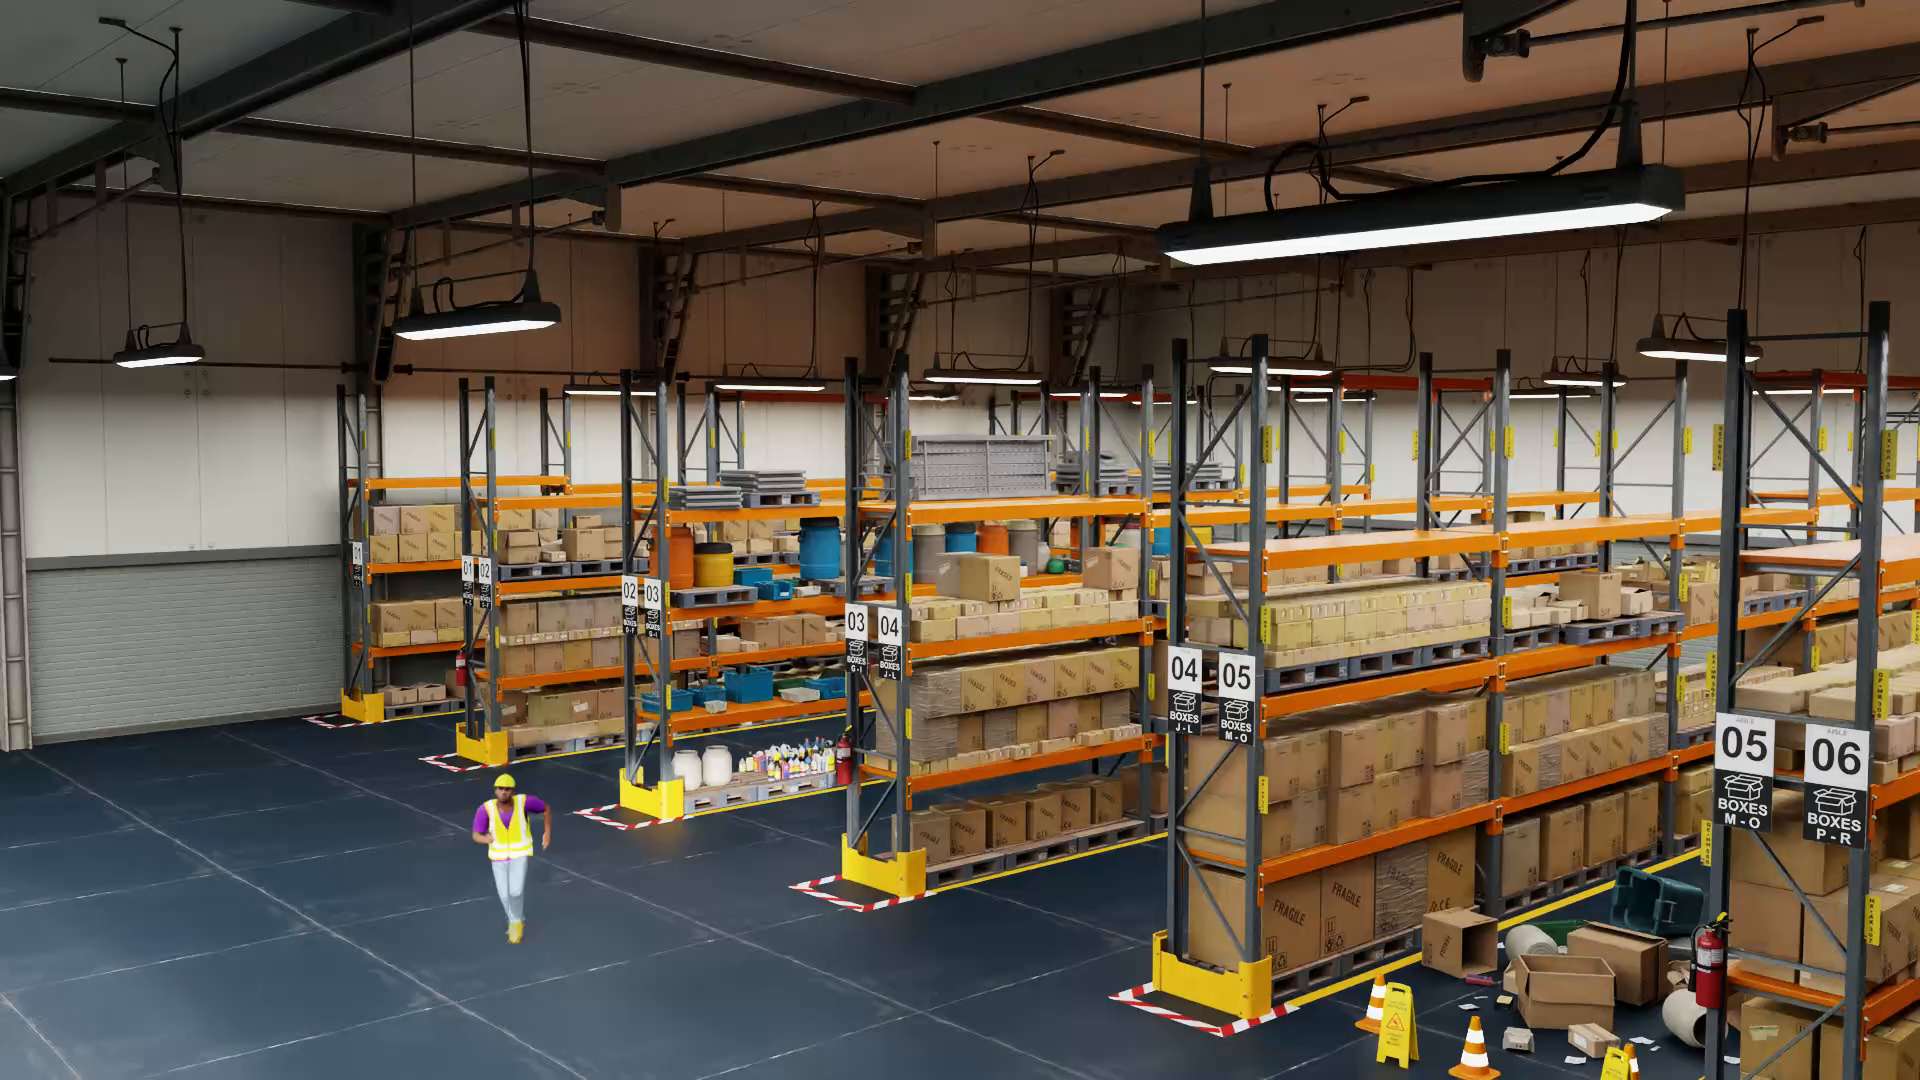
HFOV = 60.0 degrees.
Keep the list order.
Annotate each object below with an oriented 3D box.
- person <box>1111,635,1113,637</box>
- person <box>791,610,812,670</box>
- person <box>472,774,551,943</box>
[{"bbox_3d":[3.308,2.144,33.096,0.562,1.719,0.857,3,5,42],"label":"person"},{"bbox_3d":[-3.186,2.108,33.565,0.662,1.776,0.903,3,5,43],"label":"person"},{"bbox_3d":[-4.505,3.185,16.681,0.729,1.716,0.784,-1,4,-8],"label":"person"}]
